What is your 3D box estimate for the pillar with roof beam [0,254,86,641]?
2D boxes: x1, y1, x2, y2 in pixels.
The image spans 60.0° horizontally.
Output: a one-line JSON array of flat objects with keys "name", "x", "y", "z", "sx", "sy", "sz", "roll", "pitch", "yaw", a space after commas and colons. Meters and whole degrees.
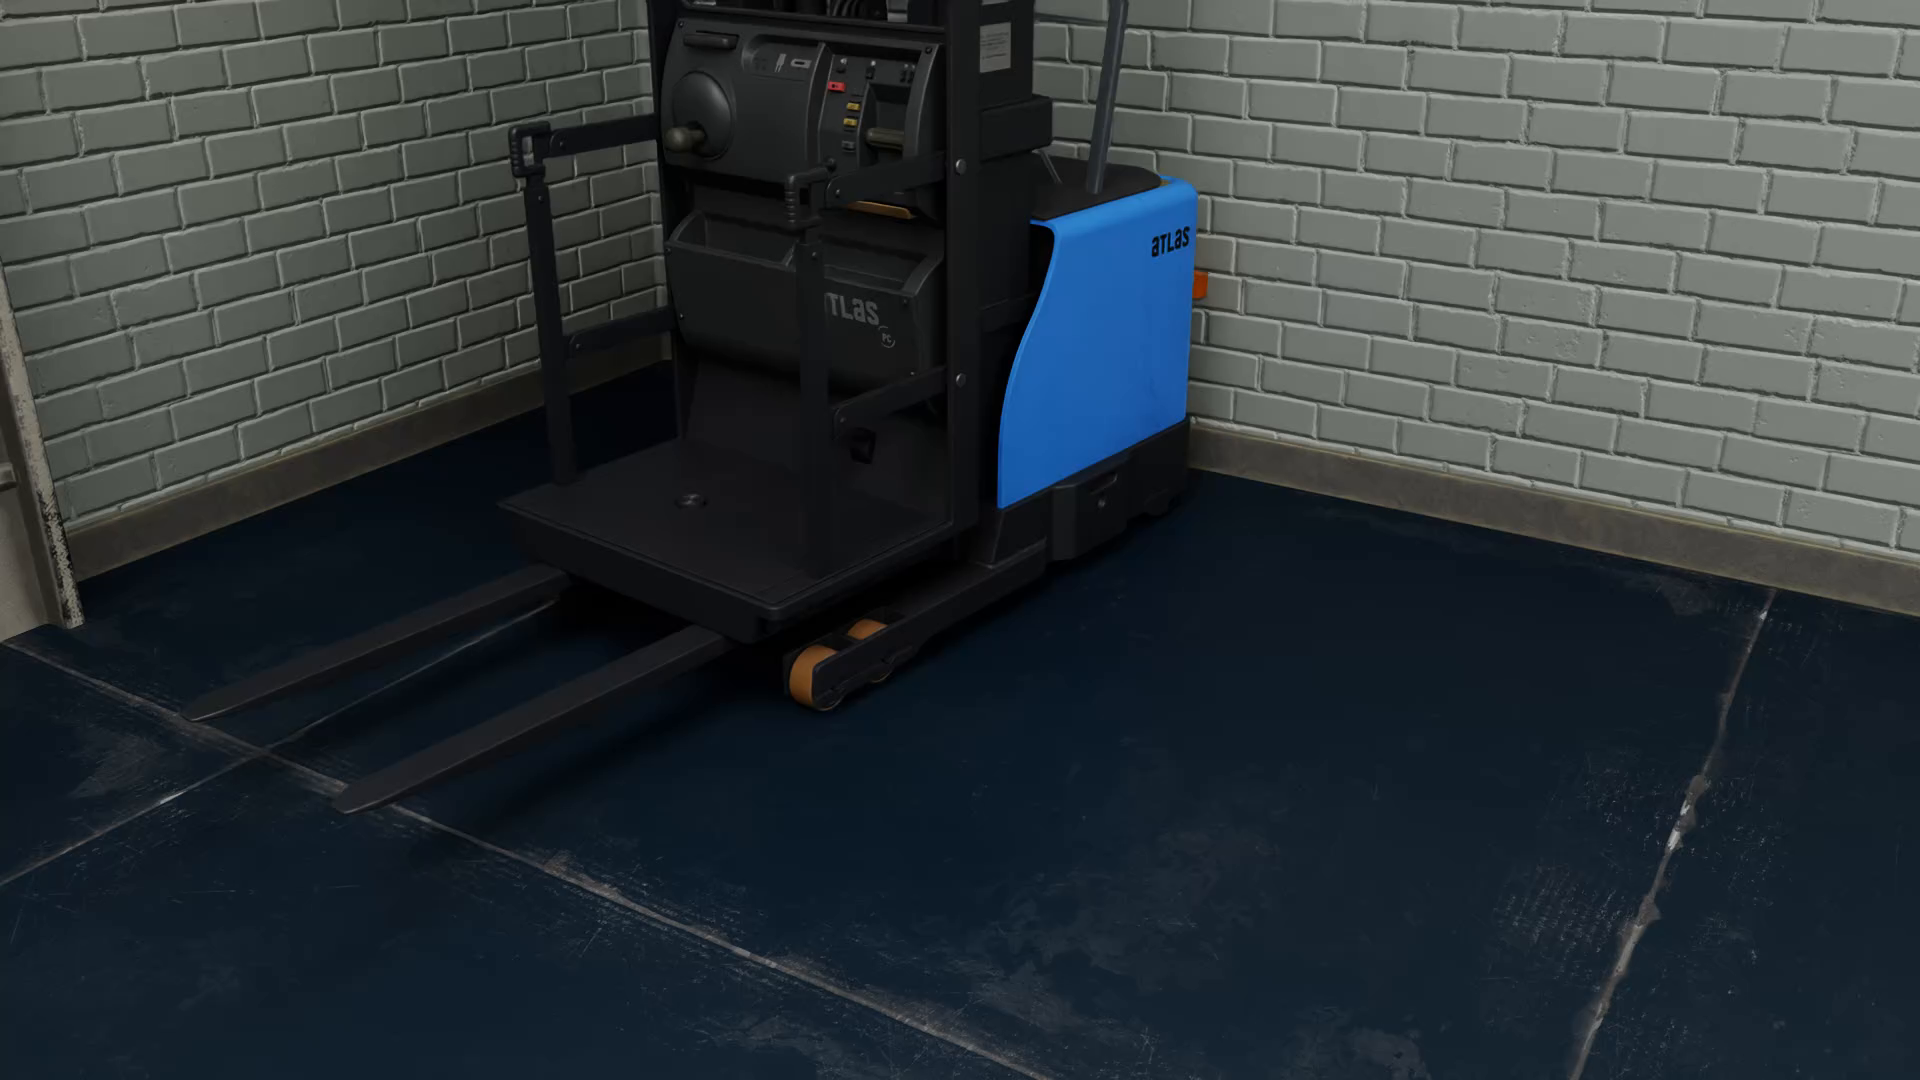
[{"name": "pillar with roof beam", "x": 0.947, "y": -2.961, "z": 0.762, "sx": 9.100, "sy": 9.000, "sz": 0.400, "roll": 14, "pitch": 27, "yaw": 29}]

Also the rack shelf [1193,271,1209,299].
[{"name": "rack shelf", "x": 0.458, "y": -0.835, "z": 5.507, "sx": 0.538, "sy": 0.185, "sz": 1.000, "roll": 18, "pitch": 20, "yaw": 32}]

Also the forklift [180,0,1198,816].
[{"name": "forklift", "x": -0.566, "y": -1.132, "z": 4.175, "sx": 1.130, "sy": 2.935, "sz": 3.031, "roll": 18, "pitch": 29, "yaw": 35}]

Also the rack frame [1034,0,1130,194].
[{"name": "rack frame", "x": 0.185, "y": -0.916, "z": 5.050, "sx": 0.500, "sy": 1.500, "sz": 0.032, "roll": 18, "pitch": 20, "yaw": 32}]

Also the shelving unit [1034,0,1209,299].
[{"name": "shelving unit", "x": 0.485, "y": -1.007, "z": 5.461, "sx": 0.587, "sy": 1.500, "sz": 1.083, "roll": 18, "pitch": 20, "yaw": 32}]
